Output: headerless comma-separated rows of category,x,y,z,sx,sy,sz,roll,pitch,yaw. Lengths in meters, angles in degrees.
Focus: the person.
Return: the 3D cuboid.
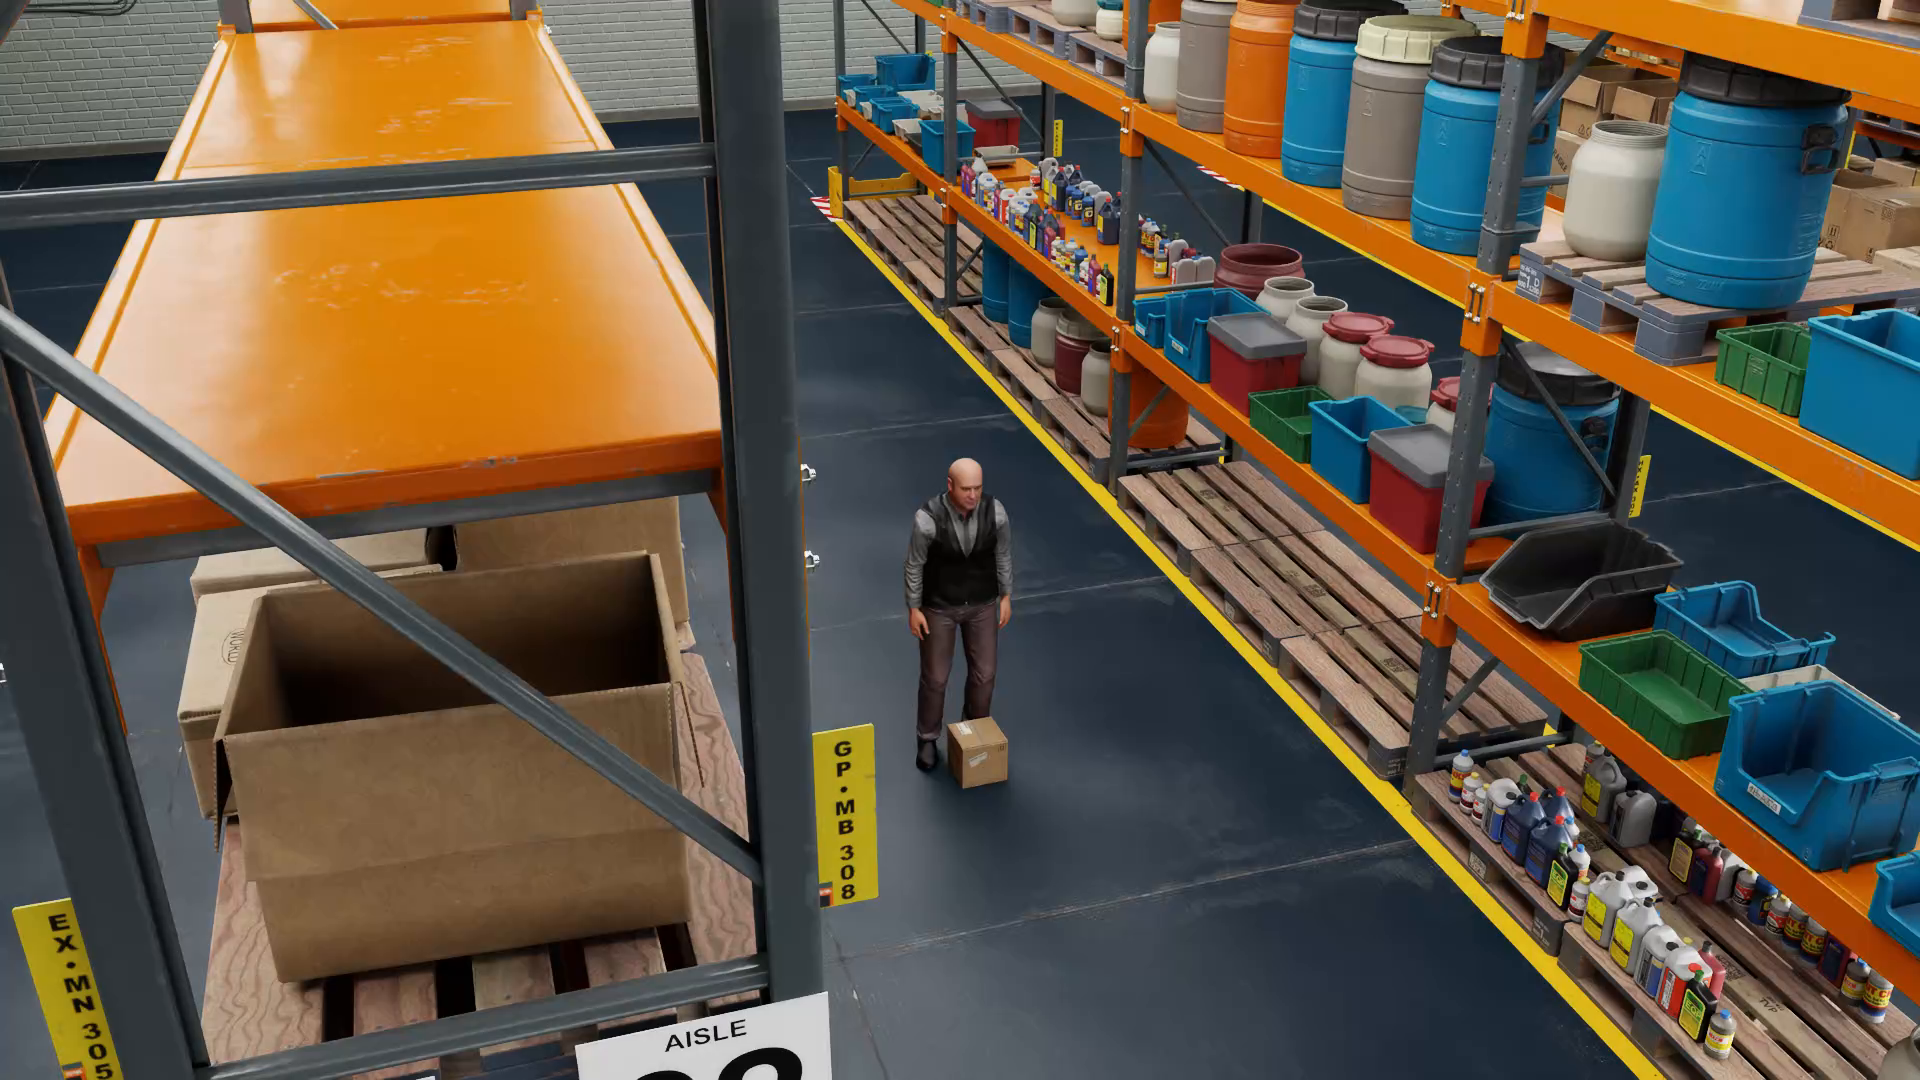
person,-0.003,0.354,8.670,0.580,1.721,0.463,-8,27,-16
